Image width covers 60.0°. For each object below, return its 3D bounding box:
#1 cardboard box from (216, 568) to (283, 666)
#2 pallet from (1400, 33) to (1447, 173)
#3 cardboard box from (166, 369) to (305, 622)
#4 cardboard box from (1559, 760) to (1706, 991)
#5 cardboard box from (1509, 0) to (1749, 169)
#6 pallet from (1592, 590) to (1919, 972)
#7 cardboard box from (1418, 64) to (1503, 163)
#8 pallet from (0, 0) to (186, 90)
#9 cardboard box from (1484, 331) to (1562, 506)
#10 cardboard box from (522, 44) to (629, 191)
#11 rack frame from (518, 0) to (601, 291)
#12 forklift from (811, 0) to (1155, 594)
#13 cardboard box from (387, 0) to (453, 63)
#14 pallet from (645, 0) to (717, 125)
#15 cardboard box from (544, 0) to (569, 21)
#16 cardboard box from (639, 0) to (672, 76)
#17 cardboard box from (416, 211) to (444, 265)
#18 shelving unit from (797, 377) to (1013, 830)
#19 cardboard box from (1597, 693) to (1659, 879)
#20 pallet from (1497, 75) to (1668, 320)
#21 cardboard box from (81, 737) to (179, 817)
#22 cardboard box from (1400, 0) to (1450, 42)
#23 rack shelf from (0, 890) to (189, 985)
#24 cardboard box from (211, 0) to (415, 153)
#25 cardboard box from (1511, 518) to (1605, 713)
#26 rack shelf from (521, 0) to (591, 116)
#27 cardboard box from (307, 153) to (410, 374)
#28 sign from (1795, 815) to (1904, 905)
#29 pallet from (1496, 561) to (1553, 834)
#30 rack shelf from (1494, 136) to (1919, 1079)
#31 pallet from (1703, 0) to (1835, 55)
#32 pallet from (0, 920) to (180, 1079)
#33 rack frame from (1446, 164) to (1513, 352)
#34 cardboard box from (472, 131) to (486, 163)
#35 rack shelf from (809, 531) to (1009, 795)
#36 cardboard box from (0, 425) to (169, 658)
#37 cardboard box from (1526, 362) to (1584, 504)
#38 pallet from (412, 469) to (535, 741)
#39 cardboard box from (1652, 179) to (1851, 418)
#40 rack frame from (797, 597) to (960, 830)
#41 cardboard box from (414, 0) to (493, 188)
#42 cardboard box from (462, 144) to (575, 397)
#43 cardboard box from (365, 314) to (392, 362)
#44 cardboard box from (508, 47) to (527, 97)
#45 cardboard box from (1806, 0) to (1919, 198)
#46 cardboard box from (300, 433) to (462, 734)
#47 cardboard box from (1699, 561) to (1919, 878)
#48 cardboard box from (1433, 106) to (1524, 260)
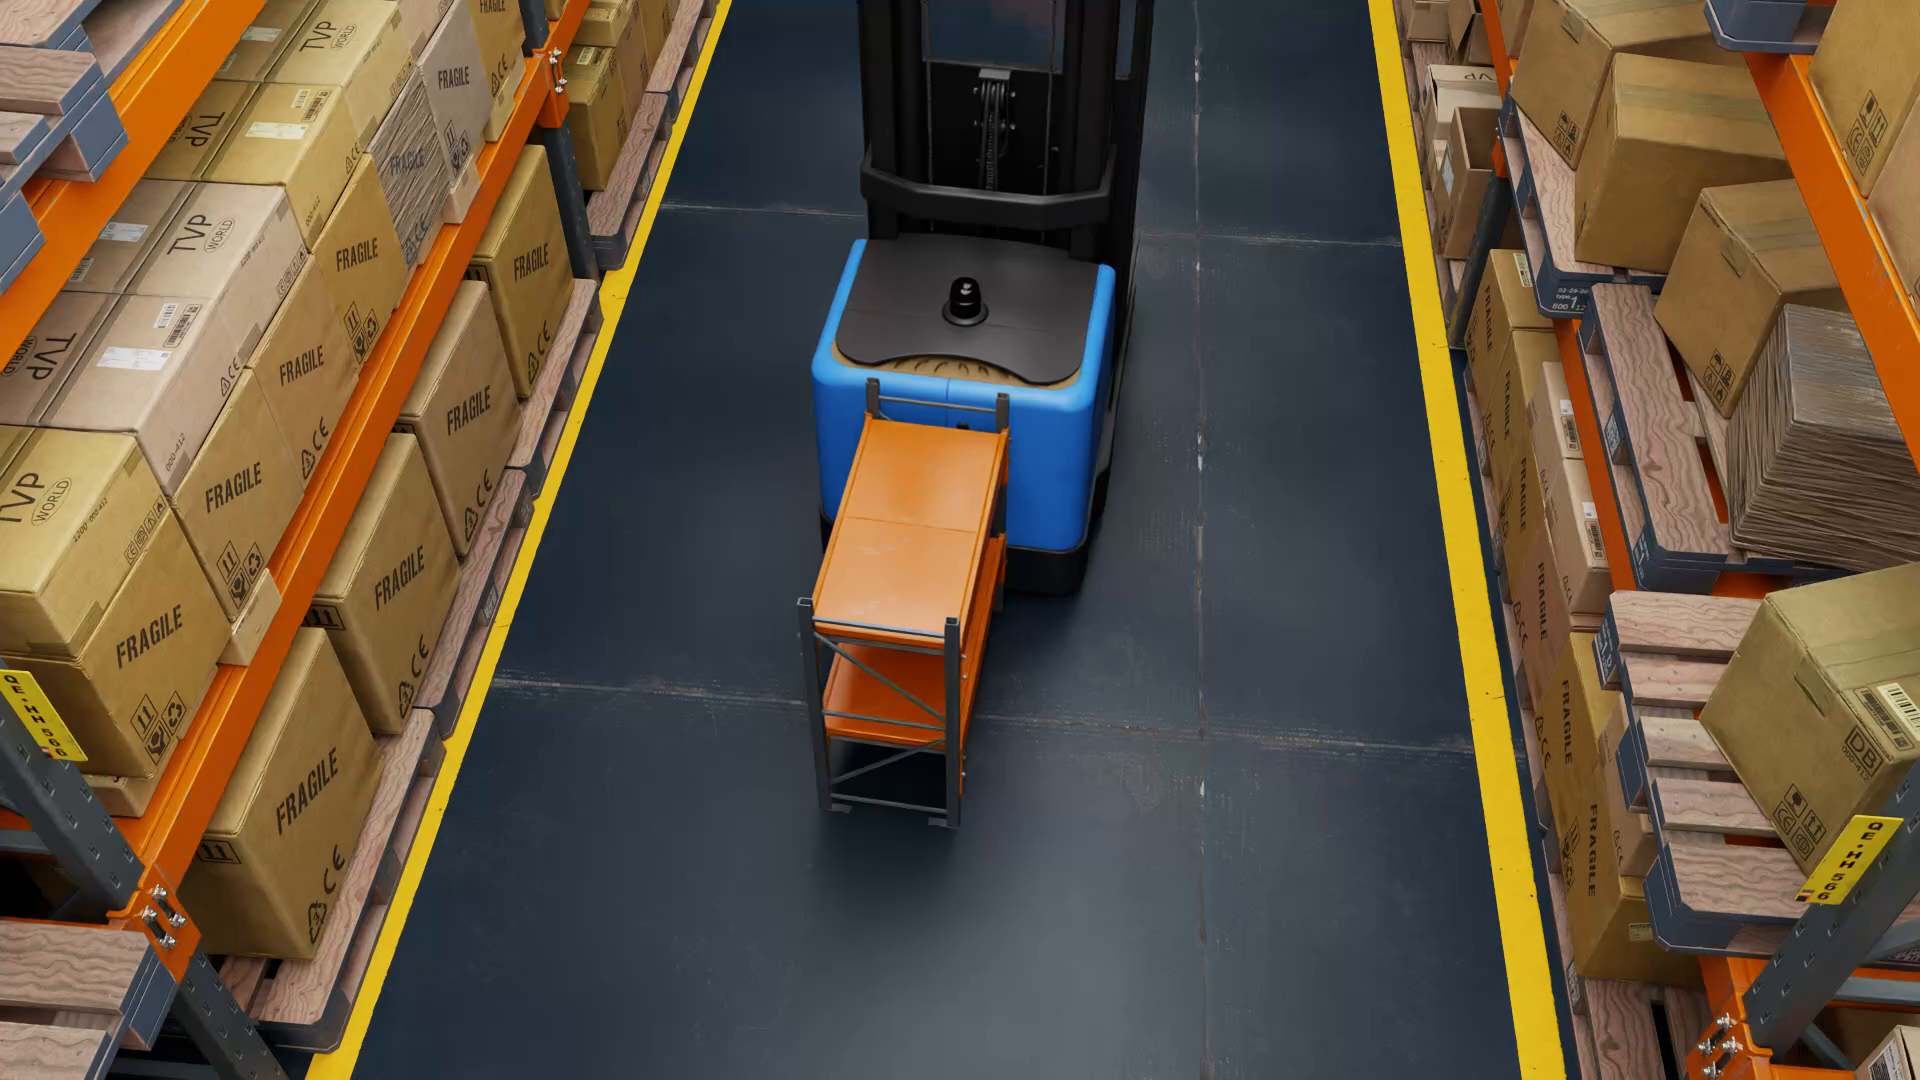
[{"bbox_3d":[-2.169,0.200,4.717,0.380,0.149,0.250,5,48,5],"label":"cardboard box"},{"bbox_3d":[2.900,-2.349,8.781,1.003,0.211,1.213,4,48,4],"label":"pallet"},{"bbox_3d":[-2.214,-0.142,4.591,0.500,0.500,0.500,5,48,5],"label":"cardboard box"},{"bbox_3d":[2.215,1.045,5.183,0.500,0.500,0.500,6,48,5],"label":"cardboard box"},{"bbox_3d":[2.462,-1.729,5.972,0.700,0.500,0.500,-11,48,-10],"label":"cardboard box"},{"bbox_3d":[2.355,0.615,4.311,1.213,0.211,1.003,4,48,4],"label":"pallet"},{"bbox_3d":[2.566,-2.116,8.203,0.500,0.311,0.500,4,48,4],"label":"cardboard box"},{"bbox_3d":[-2.465,-1.525,4.233,1.003,0.211,1.213,6,48,5],"label":"pallet"},{"bbox_3d":[2.403,-0.460,6.559,0.500,0.500,0.500,4,48,4],"label":"cardboard box"},{"bbox_3d":[-2.035,-2.058,8.035,0.700,0.500,0.500,4,48,4],"label":"cardboard box"},{"bbox_3d":[-2.206,-2.217,6.771,1.000,3.000,0.127,4,48,4],"label":"rack frame"},{"bbox_3d":[0.207,-1.883,6.512,1.130,2.935,3.031,7,48,7],"label":"forklift"},{"bbox_3d":[-2.050,-1.875,5.667,0.500,0.250,0.500,5,48,4],"label":"cardboard box"},{"bbox_3d":[-1.950,-2.728,9.128,1.003,0.211,1.213,4,48,4],"label":"pallet"},{"bbox_3d":[-2.140,-2.716,7.024,0.980,0.700,0.700,5,48,4],"label":"cardboard box"},{"bbox_3d":[-1.937,-2.804,8.717,0.700,0.500,0.500,5,48,4],"label":"cardboard box"},{"bbox_3d":[-2.076,-1.124,5.928,0.380,0.149,0.250,4,48,4],"label":"cardboard box"},{"bbox_3d":[-0.164,0.226,5.807,0.538,1.125,1.048,7,48,7],"label":"shelving unit"},{"bbox_3d":[2.216,0.750,4.945,0.500,0.250,0.500,6,48,5],"label":"cardboard box"},{"bbox_3d":[2.546,-1.242,6.009,1.003,0.211,1.213,4,48,4],"label":"pallet"},{"bbox_3d":[-2.310,0.574,4.375,0.380,0.149,0.250,3,48,3],"label":"cardboard box"},{"bbox_3d":[2.669,-2.931,8.989,0.500,0.250,0.500,4,48,4],"label":"cardboard box"},{"bbox_3d":[-2.753,2.435,3.004,1.077,0.370,4.000,4,48,4],"label":"rack shelf"},{"bbox_3d":[-2.096,-1.501,5.325,0.500,0.250,0.500,5,48,4],"label":"cardboard box"},{"bbox_3d":[2.304,0.279,5.884,0.500,0.500,0.500,2,48,2],"label":"cardboard box"},{"bbox_3d":[-2.023,-3.444,8.380,1.077,0.370,4.000,4,48,4],"label":"rack shelf"},{"bbox_3d":[-2.128,-0.890,5.274,0.500,0.500,0.500,5,48,5],"label":"cardboard box"},{"bbox_3d":[1.822,0.659,3.409,0.100,0.325,0.005,4,48,4],"label":"sign"},{"bbox_3d":[2.583,0.554,6.126,1.003,0.211,1.213,4,48,4],"label":"pallet"},{"bbox_3d":[2.545,-0.174,5.390,1.077,0.370,4.000,4,48,4],"label":"rack shelf"},{"bbox_3d":[2.507,-1.599,4.300,1.213,0.211,1.003,4,48,4],"label":"pallet"},{"bbox_3d":[-2.529,1.318,3.668,1.213,0.211,1.003,4,48,4],"label":"pallet"},{"bbox_3d":[2.728,-1.887,6.469,1.000,3.000,0.127,4,48,4],"label":"rack frame"},{"bbox_3d":[-2.023,-1.497,6.269,0.380,0.149,0.250,5,48,5],"label":"cardboard box"},{"bbox_3d":[-0.164,0.391,5.987,0.538,0.278,1.000,7,48,7],"label":"rack shelf"},{"bbox_3d":[-2.269,-0.009,3.960,0.500,0.250,0.500,5,48,4],"label":"cardboard box"},{"bbox_3d":[2.350,-0.371,5.970,0.500,0.250,0.500,4,48,4],"label":"cardboard box"},{"bbox_3d":[-2.310,0.195,6.454,1.003,0.211,1.213,4,48,4],"label":"pallet"},{"bbox_3d":[2.628,-0.760,5.086,0.700,0.500,0.500,-7,48,-6],"label":"cardboard box"},{"bbox_3d":[-0.249,0.596,5.468,0.500,1.125,0.032,7,48,7],"label":"rack frame"},{"bbox_3d":[-2.033,-1.626,5.948,0.500,0.500,0.500,4,48,4],"label":"cardboard box"},{"bbox_3d":[-2.135,-1.147,6.964,0.750,0.750,0.750,4,48,4],"label":"cardboard box"},{"bbox_3d":[-2.150,-0.746,5.583,0.380,0.149,0.250,5,48,5],"label":"cardboard box"},{"bbox_3d":[-1.955,-1.871,6.612,0.380,0.149,0.250,4,48,4],"label":"cardboard box"},{"bbox_3d":[2.463,-1.073,3.624,0.910,0.500,0.500,4,48,4],"label":"cardboard box"},{"bbox_3d":[-2.286,0.131,5.795,0.750,0.750,0.750,4,48,3],"label":"cardboard box"},{"bbox_3d":[2.308,0.407,4.019,0.700,0.500,0.500,-11,48,-10],"label":"cardboard box"},{"bbox_3d":[2.497,-1.629,7.629,0.500,0.500,0.500,4,48,4],"label":"cardboard box"}]
